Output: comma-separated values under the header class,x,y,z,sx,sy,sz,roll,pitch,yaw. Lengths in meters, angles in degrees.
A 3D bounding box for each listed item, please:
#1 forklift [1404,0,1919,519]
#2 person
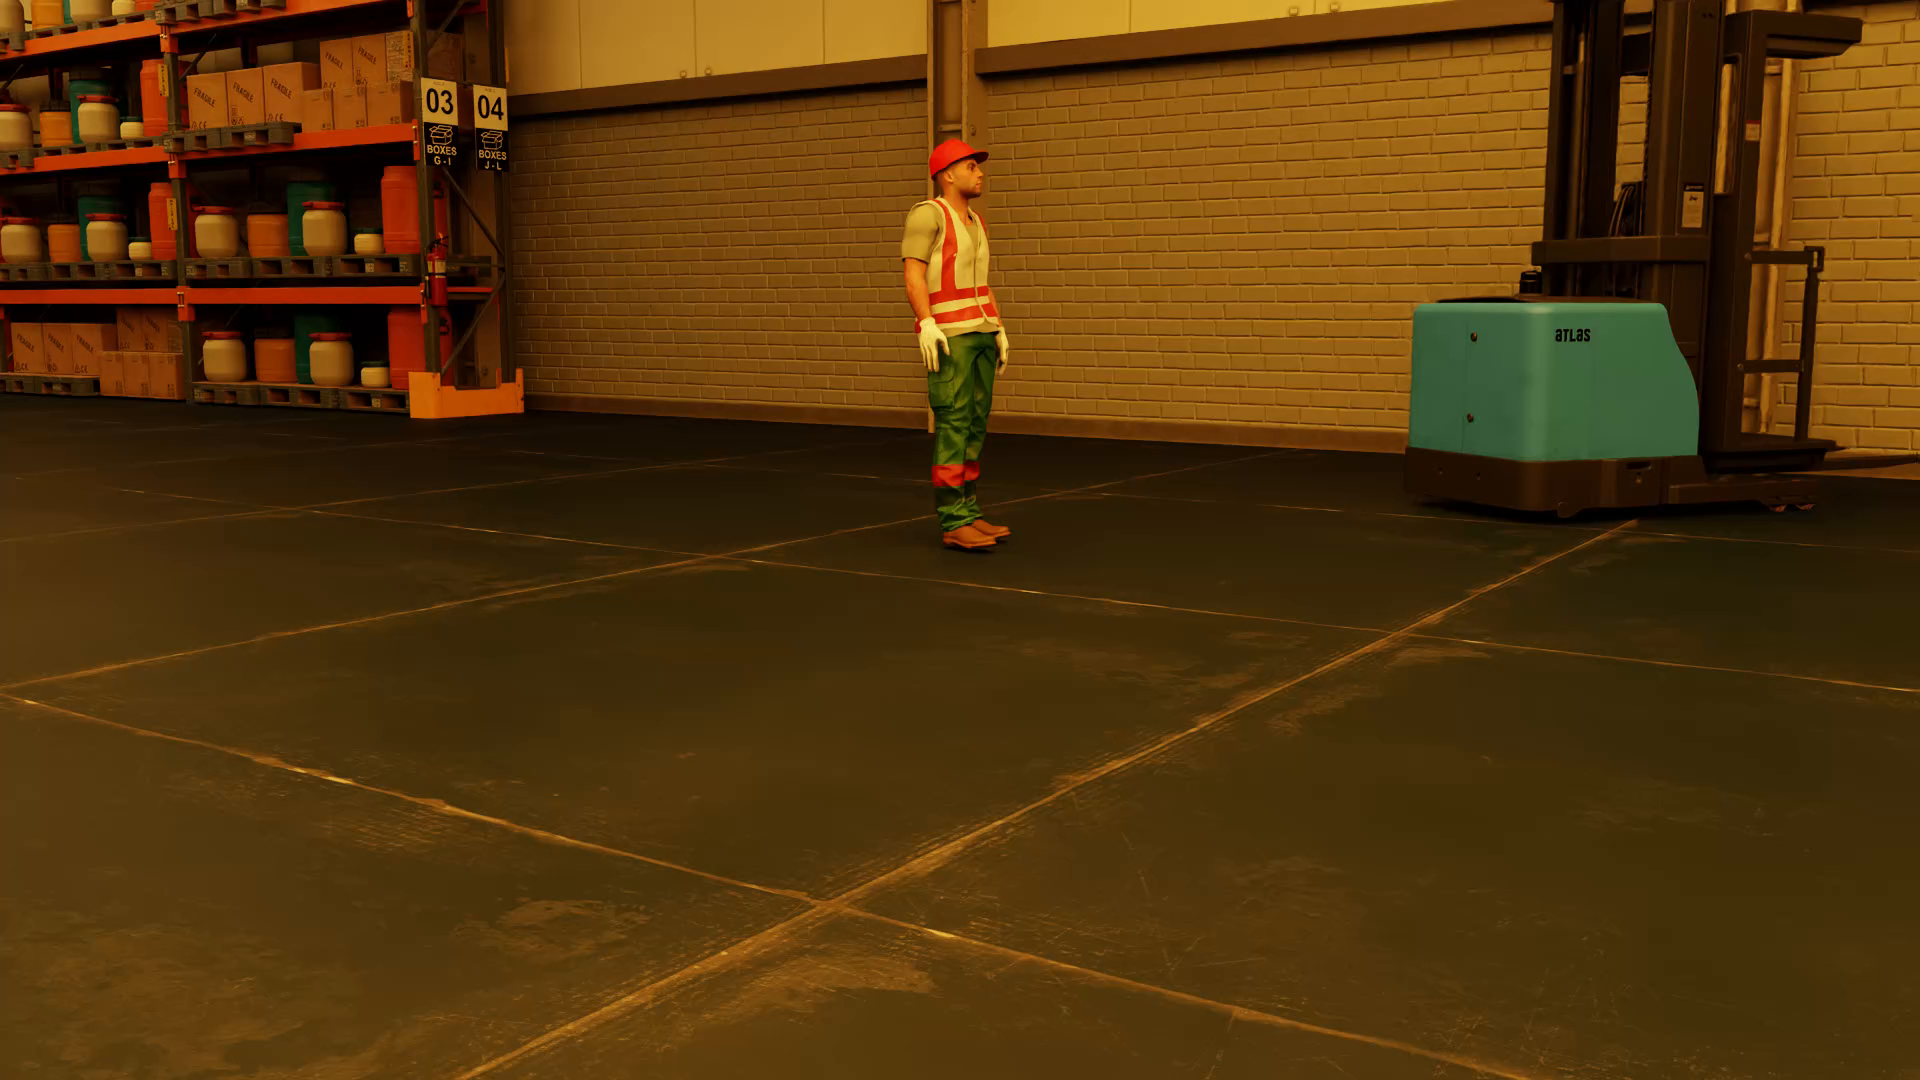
class,x,y,z,sx,sy,sz,roll,pitch,yaw
forklift,3.961,-1.662,8.881,3.031,2.935,1.130,-3,9,-21
person,0.061,-0.885,7.423,0.562,1.789,0.638,5,10,34
